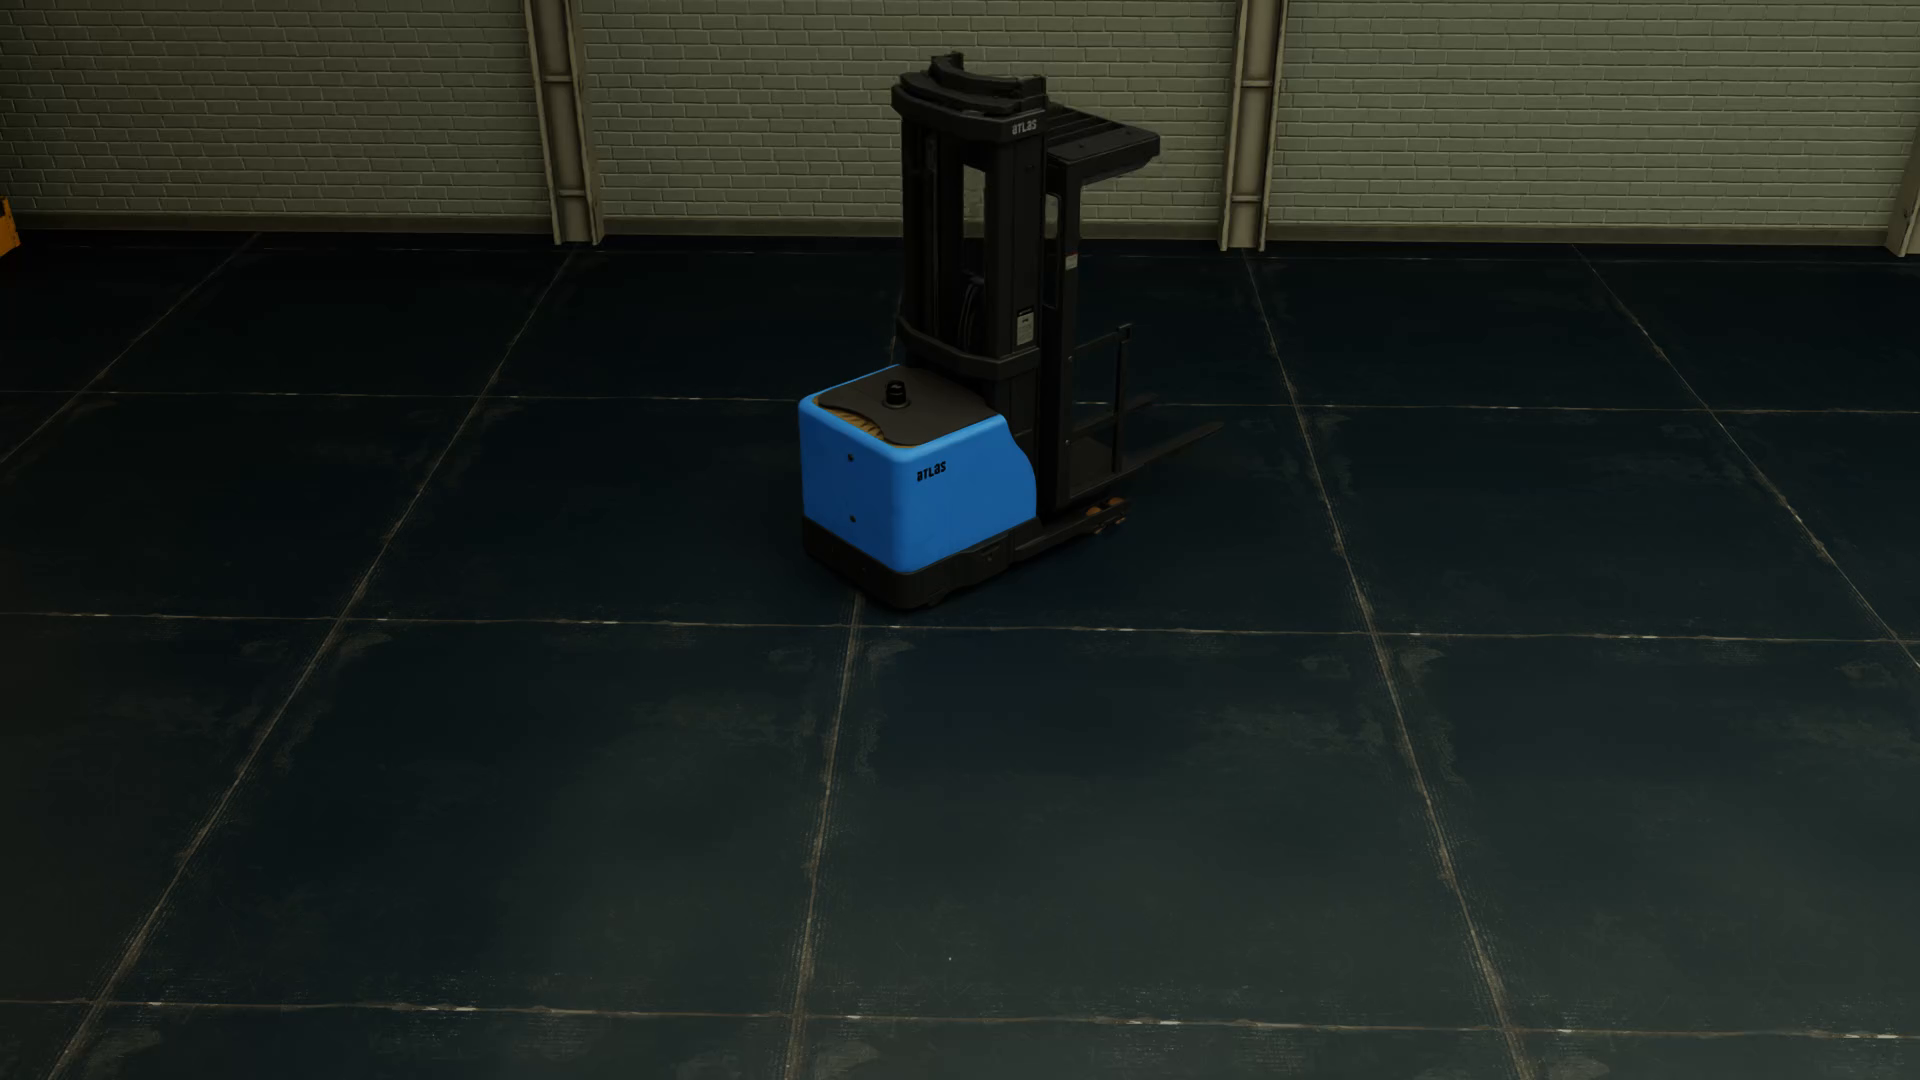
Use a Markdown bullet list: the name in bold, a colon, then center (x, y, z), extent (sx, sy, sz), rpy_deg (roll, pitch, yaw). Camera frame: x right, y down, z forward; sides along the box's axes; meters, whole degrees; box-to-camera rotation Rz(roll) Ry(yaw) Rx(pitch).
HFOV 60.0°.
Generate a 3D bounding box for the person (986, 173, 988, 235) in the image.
- **person**: center (0.331, -2.334, 12.812), extent (0.369, 1.673, 0.436), rpy_deg (-2, 31, -3)

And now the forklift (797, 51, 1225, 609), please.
- **forklift**: center (0.464, -1.484, 10.130), extent (3.031, 2.935, 1.130), rpy_deg (-24, 38, -35)
